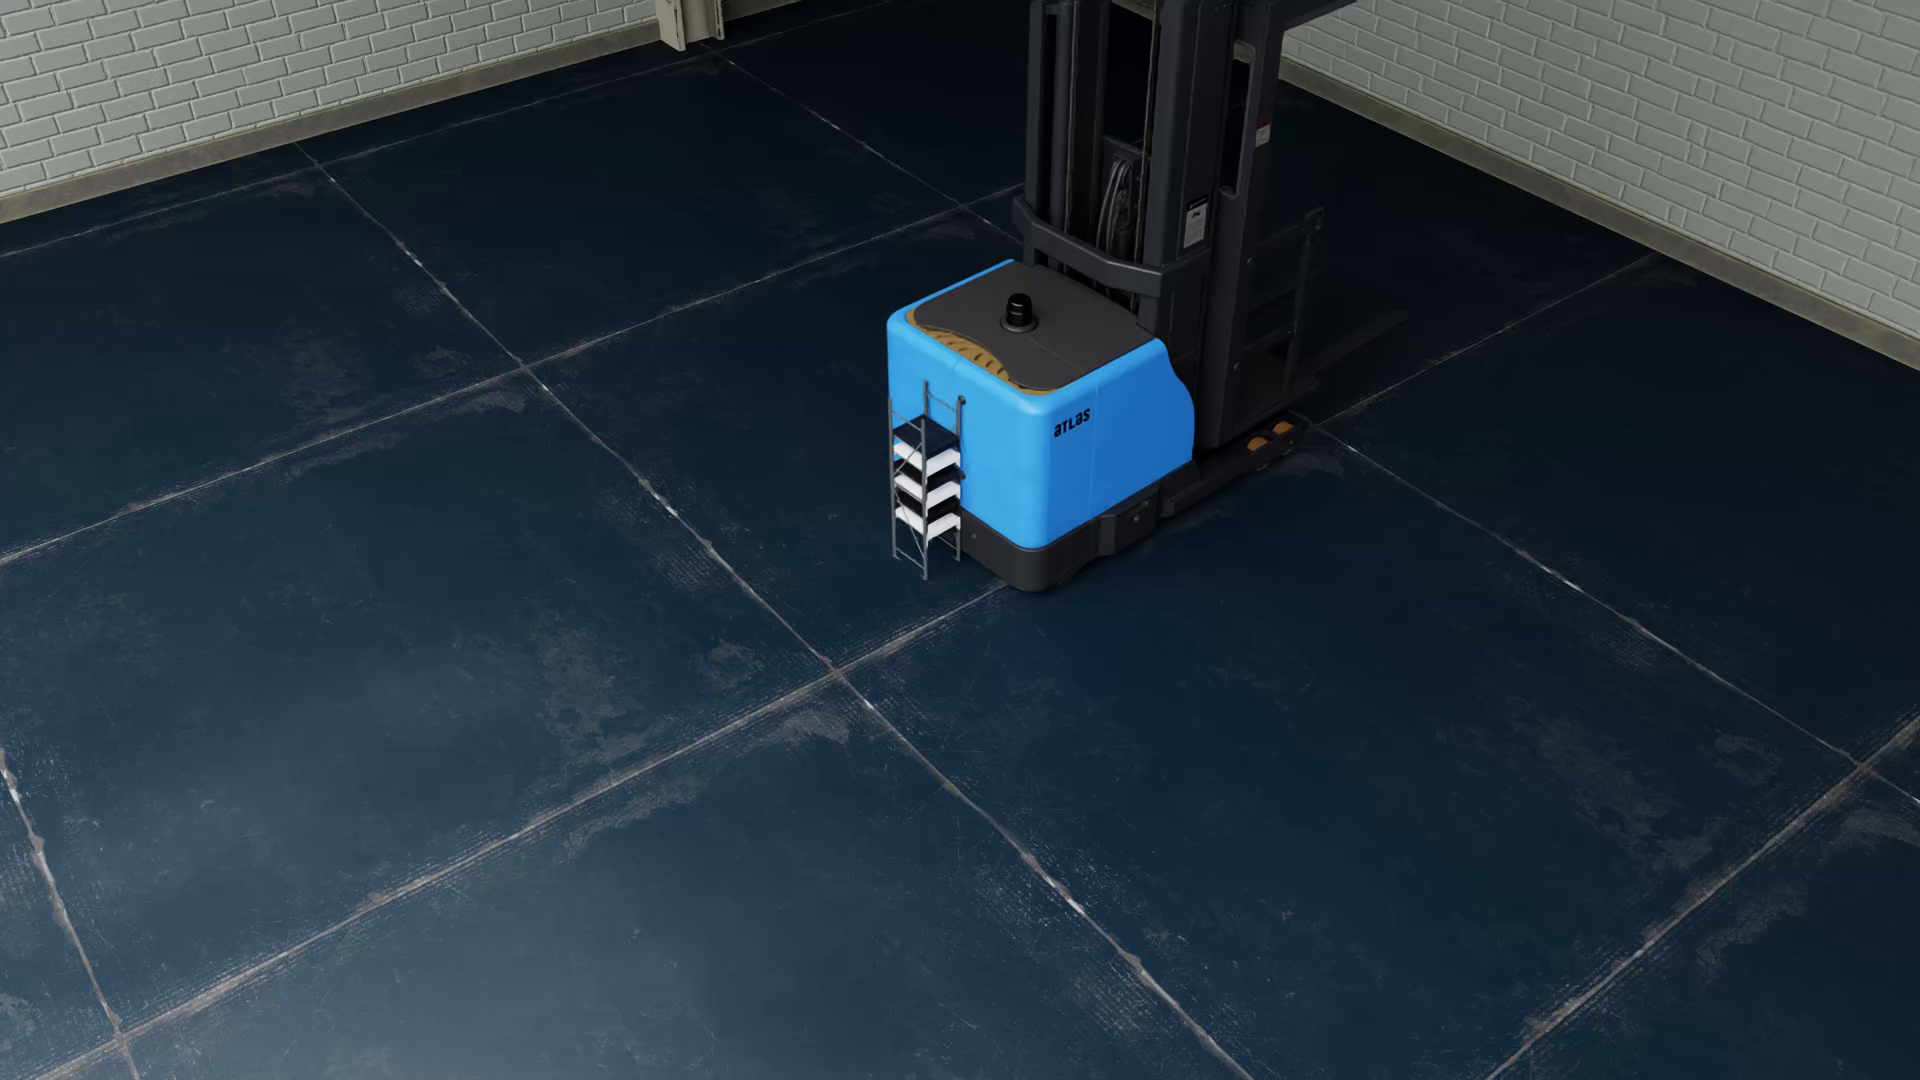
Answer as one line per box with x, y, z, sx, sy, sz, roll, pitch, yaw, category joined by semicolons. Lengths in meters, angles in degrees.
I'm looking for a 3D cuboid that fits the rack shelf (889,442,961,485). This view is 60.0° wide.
-0.155;-0.372;7.396;0.200;0.077;0.258;-30;48;-31;rack shelf

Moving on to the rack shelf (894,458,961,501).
-0.155;-0.302;7.453;0.200;0.077;0.258;-30;48;-31;rack shelf

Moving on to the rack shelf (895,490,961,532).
-0.155;-0.163;7.567;0.200;0.077;0.258;-30;48;-31;rack shelf

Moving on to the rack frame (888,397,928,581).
-0.231;-0.215;7.437;0.006;0.900;0.240;-30;48;-31;rack frame

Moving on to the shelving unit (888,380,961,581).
-0.155;-0.258;7.489;0.210;0.900;0.258;-30;48;-31;shelving unit

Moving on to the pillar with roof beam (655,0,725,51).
0.615;-5.079;6.980;0.400;9.000;9.100;-26;46;-28;pillar with roof beam

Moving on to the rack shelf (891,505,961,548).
-0.155;-0.094;7.624;0.200;0.077;0.258;-30;48;-31;rack shelf

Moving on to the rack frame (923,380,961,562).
-0.080;-0.302;7.542;0.006;0.900;0.240;-30;48;-31;rack frame

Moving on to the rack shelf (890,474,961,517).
-0.155;-0.233;7.510;0.200;0.077;0.258;-30;48;-31;rack shelf

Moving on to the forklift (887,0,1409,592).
1.090;-1.705;7.651;3.031;2.935;1.130;-30;48;-31;forklift

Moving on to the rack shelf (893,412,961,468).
-0.155;-0.441;7.339;0.200;0.077;0.258;-30;48;-31;rack shelf
